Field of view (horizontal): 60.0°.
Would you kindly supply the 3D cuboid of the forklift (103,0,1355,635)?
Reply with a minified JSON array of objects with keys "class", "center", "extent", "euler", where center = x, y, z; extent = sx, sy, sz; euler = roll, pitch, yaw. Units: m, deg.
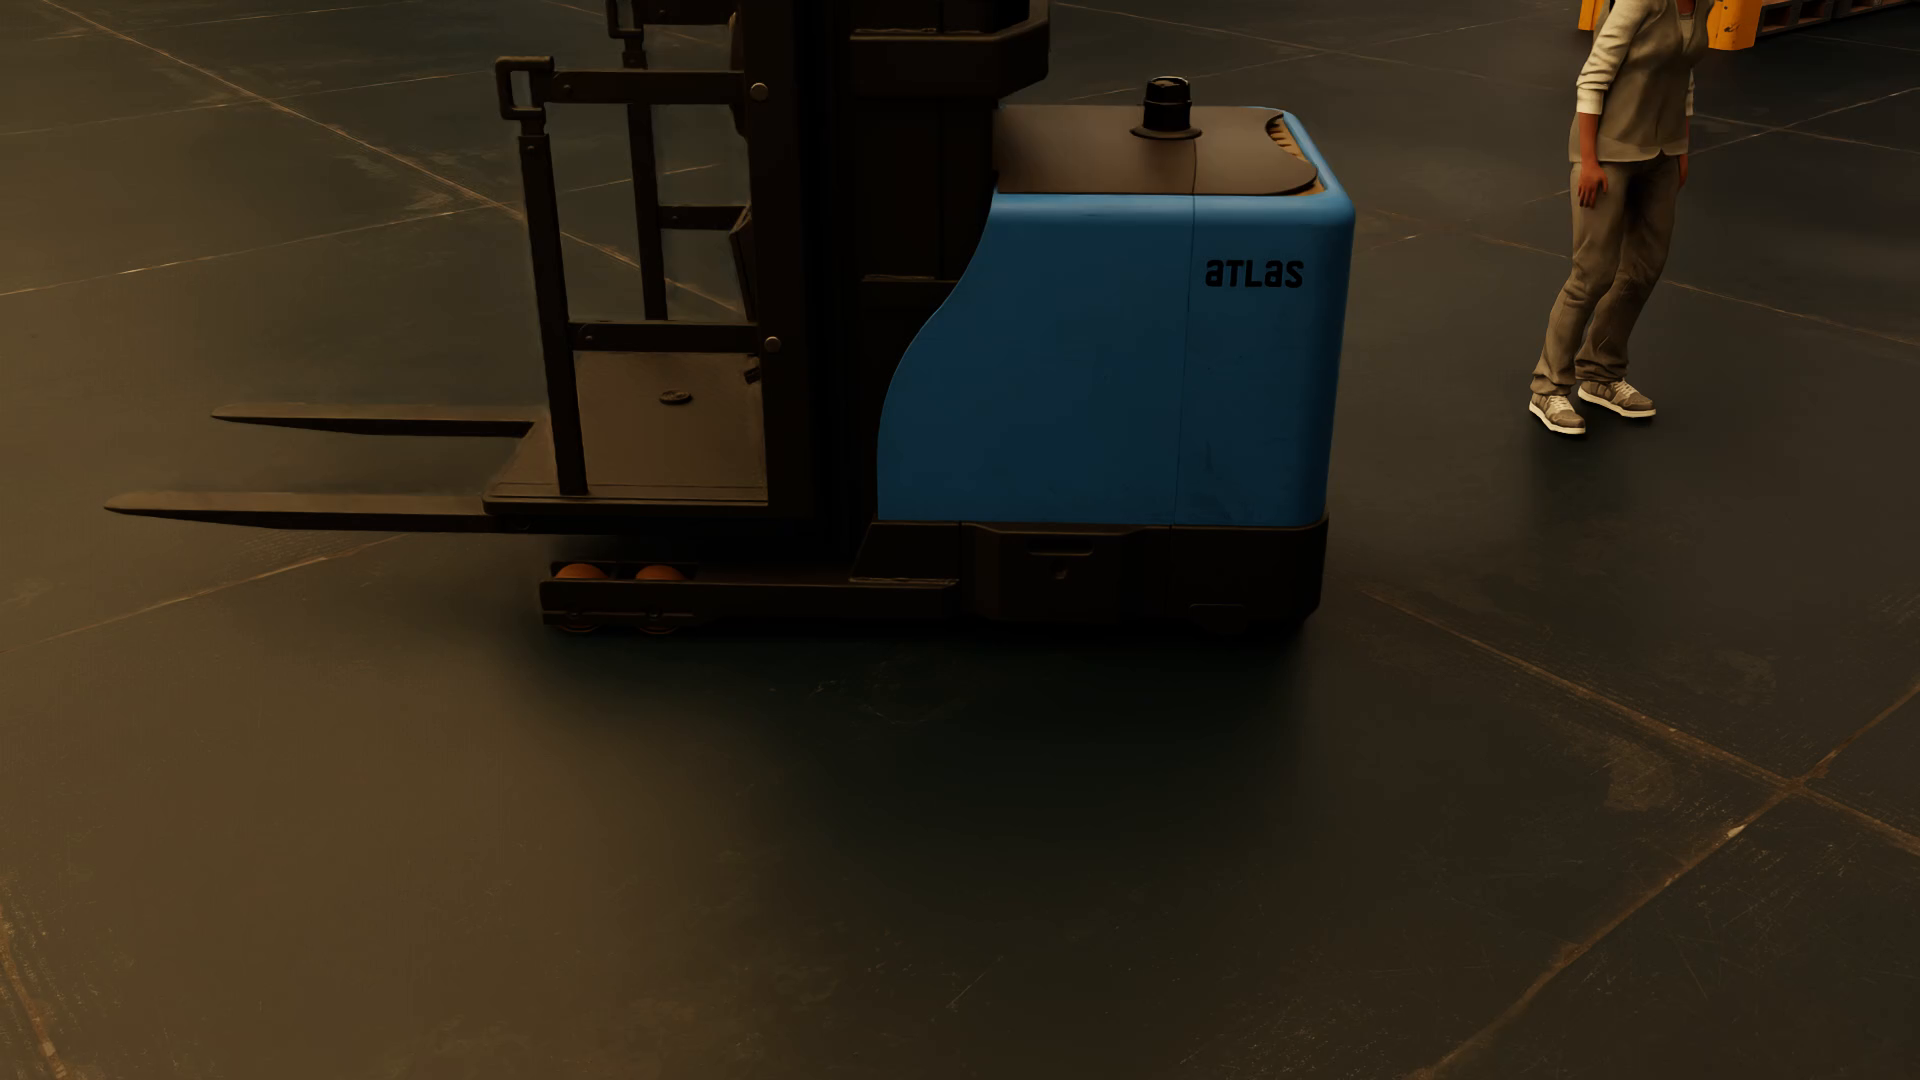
[{"class":"forklift","center":[-0.624,-1.316,3.856],"extent":[3.031,2.935,1.130],"euler":[1,26,2]}]

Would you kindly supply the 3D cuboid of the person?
[{"class":"person","center":[2.010,-1.126,4.981],"extent":[0.474,1.592,0.348],"euler":[-13,29,-25]}]
